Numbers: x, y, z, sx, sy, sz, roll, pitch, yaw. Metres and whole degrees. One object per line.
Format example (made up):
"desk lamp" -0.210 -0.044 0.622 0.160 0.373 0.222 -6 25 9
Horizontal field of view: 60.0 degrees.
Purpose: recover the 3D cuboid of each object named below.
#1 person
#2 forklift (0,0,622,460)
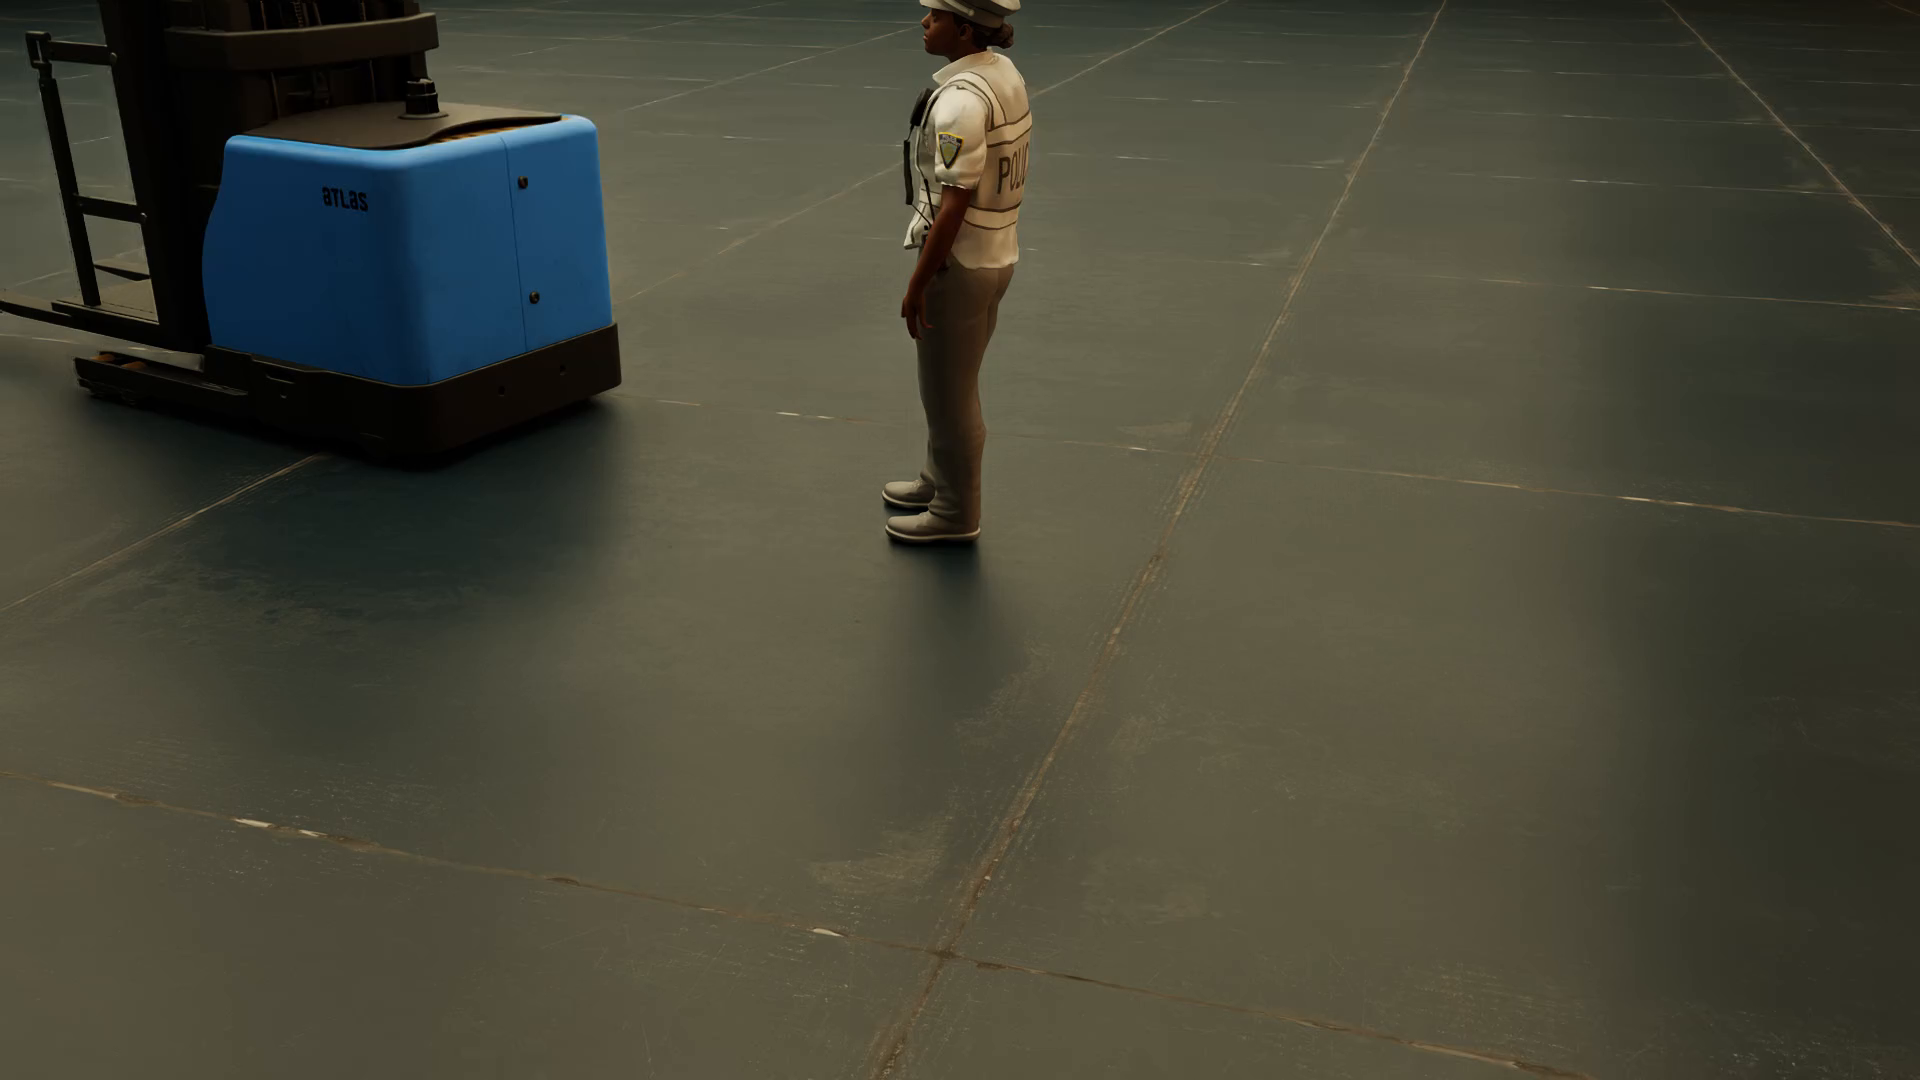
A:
"person" -0.065 -0.806 4.833 0.530 1.695 0.569 7 23 16
"forklift" -2.830 -2.029 6.195 3.031 2.935 1.130 13 26 28
